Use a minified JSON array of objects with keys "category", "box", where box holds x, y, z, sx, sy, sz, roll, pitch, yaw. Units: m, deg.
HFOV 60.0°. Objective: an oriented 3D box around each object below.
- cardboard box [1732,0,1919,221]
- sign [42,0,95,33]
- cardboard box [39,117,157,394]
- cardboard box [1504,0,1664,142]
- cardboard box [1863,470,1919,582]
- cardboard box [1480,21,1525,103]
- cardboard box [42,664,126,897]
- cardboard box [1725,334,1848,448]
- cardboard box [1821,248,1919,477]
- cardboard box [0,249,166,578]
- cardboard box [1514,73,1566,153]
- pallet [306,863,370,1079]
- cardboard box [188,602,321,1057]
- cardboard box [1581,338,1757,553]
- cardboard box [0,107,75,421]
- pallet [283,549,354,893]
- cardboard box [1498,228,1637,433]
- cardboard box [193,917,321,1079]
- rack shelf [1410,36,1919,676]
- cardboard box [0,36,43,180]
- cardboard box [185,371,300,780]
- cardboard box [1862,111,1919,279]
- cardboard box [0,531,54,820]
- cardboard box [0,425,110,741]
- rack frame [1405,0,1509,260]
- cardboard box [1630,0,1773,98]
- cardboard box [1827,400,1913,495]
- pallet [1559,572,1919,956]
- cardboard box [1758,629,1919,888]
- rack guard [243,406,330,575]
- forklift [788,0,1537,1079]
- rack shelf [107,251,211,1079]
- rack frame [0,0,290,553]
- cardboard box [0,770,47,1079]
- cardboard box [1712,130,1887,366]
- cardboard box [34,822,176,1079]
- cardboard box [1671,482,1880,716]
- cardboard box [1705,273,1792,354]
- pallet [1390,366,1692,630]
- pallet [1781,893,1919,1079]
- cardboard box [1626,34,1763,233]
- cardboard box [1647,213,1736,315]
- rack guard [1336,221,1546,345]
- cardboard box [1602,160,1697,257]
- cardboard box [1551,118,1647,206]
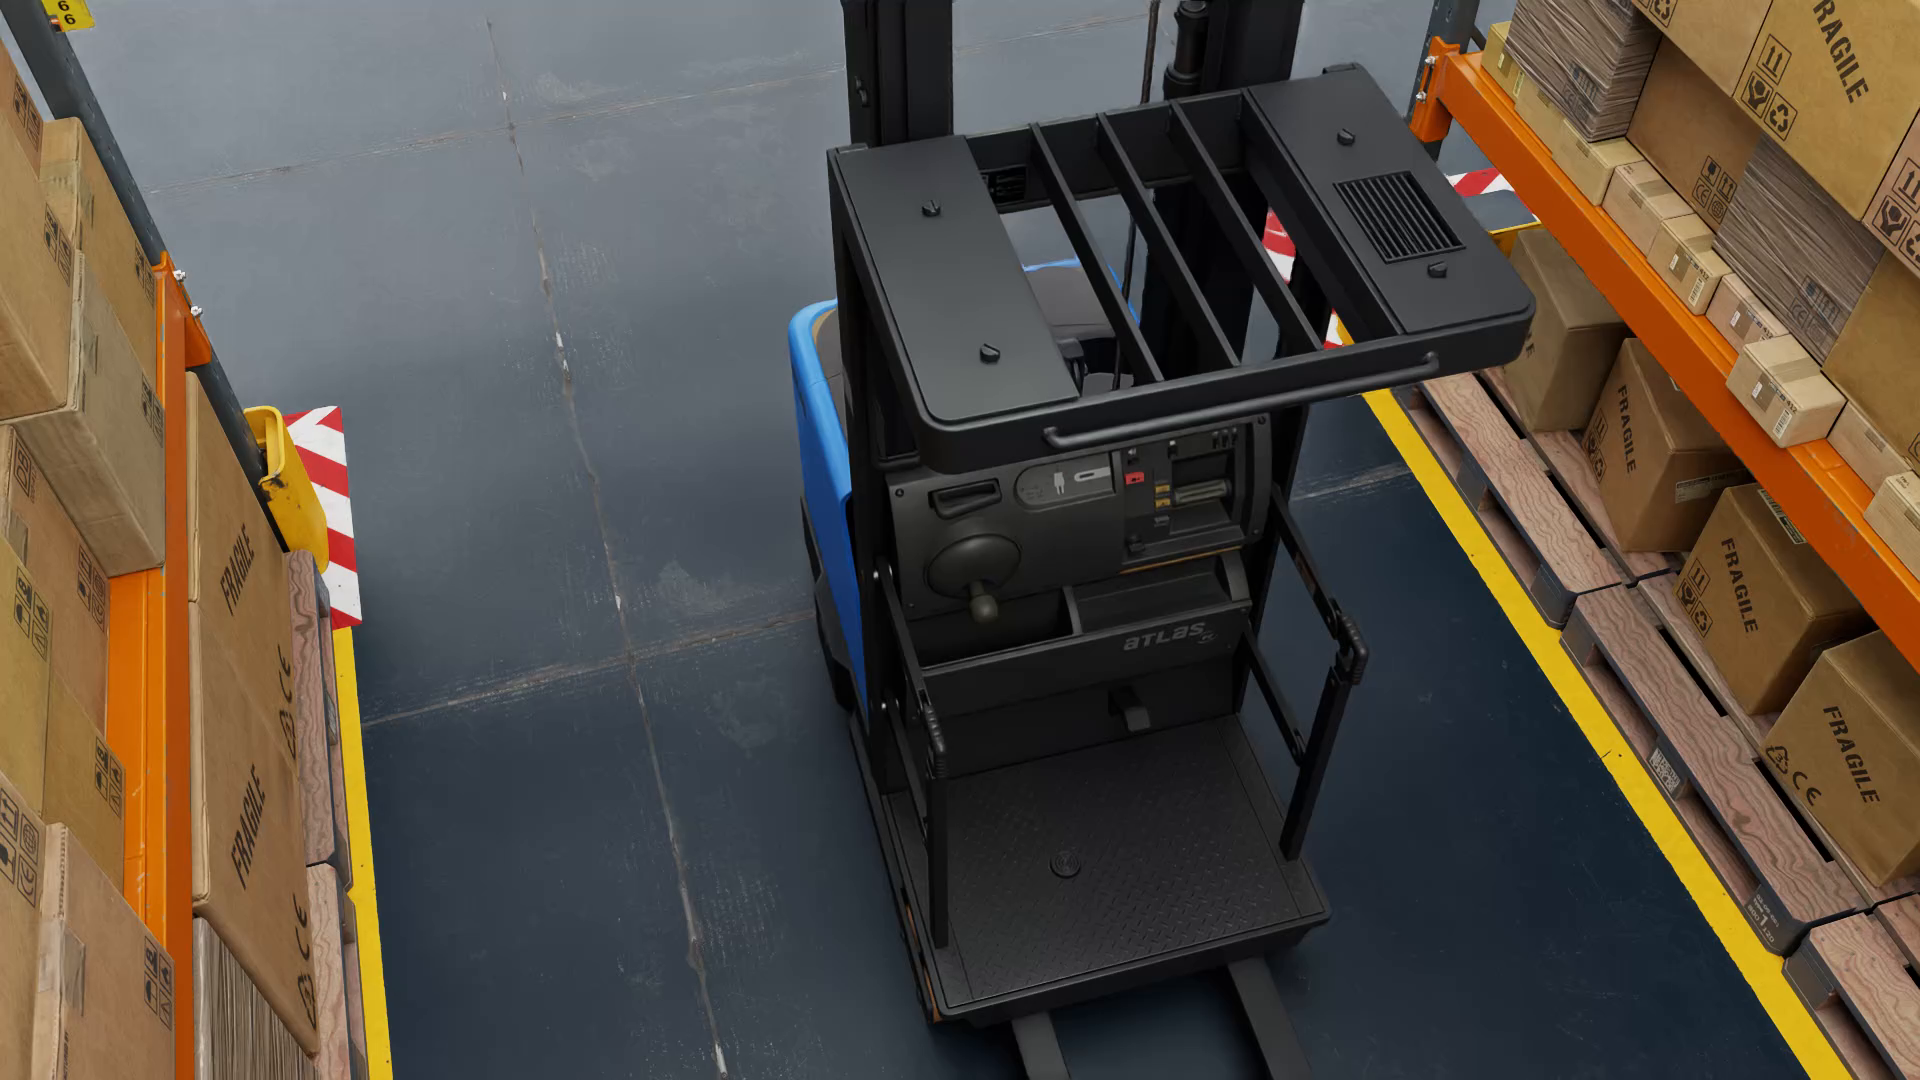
[{"category":"cardboard box","box":[2.220,-1.126,3.823,0.500,0.500,0.500,-13,51,-11]},{"category":"sign","box":[-2.219,-1.385,4.043,0.100,0.325,0.005,-13,51,-11]},{"category":"cardboard box","box":[-2.588,-0.610,4.205,0.875,0.550,0.550,-13,51,-11]},{"category":"cardboard box","box":[2.163,-1.591,4.869,0.875,0.500,0.500,-13,51,-11]},{"category":"cardboard box","box":[2.436,-0.057,4.001,0.380,0.149,0.250,-13,51,-11]},{"category":"cardboard box","box":[1.884,-1.527,5.240,0.380,0.149,0.250,-13,51,-11]},{"category":"cardboard box","box":[-2.163,0.602,3.183,0.875,0.550,0.500,-13,51,-11]},{"category":"cardboard box","box":[2.235,-0.410,4.298,0.380,0.149,0.250,-13,51,-11]},{"category":"cardboard box","box":[2.669,-0.510,3.958,0.875,0.500,0.500,-13,51,-11]},{"category":"cardboard box","box":[-2.404,-0.214,3.870,0.875,0.550,0.550,-13,51,-11]},{"category":"cardboard box","box":[1.939,-1.340,5.082,0.380,0.149,0.250,-13,51,-11]},{"category":"pallet","box":[-2.073,1.532,4.321,1.003,0.211,1.213,-13,51,-11]},{"category":"cardboard box","box":[-2.215,0.849,4.187,0.875,0.875,0.875,-14,51,-12]},{"category":"cardboard box","box":[2.405,-0.311,5.411,0.500,0.500,0.500,-2,50,-1]},{"category":"cardboard box","box":[-2.417,-0.559,3.455,0.875,0.550,0.550,-13,51,-11]},{"category":"pallet","box":[-2.430,0.642,5.071,1.003,0.211,1.213,-13,51,-11]},{"category":"cardboard box","box":[2.196,-0.740,5.772,0.500,0.500,0.500,-5,50,-4]},{"category":"cardboard box","box":[-1.947,1.515,3.626,0.875,0.875,0.875,-13,51,-11]},{"category":"rack shelf","box":[2.619,-0.178,4.409,1.077,0.370,4.000,-13,51,-11]},{"category":"cardboard box","box":[-2.668,-0.939,3.776,0.875,0.550,0.550,-13,51,-11]},{"category":"cardboard box","box":[-2.477,0.207,4.729,0.875,0.875,0.875,-13,51,-11]},{"category":"cardboard box","box":[2.373,-0.762,3.517,0.500,0.500,0.500,-13,51,-11]},{"category":"cardboard box","box":[-2.101,0.239,2.782,0.875,0.550,0.500,-13,51,-11]},{"category":"cardboard box","box":[-2.359,0.224,3.501,0.875,0.550,0.550,-13,51,-11]},{"category":"rack frame","box":[2.027,-1.870,5.365,1.000,3.000,0.127,-13,51,-11]},{"category":"cardboard box","box":[2.071,-1.491,4.131,0.500,0.500,0.500,-13,51,-11]},{"category":"cardboard box","box":[2.435,-0.257,4.169,0.380,0.149,0.250,-13,51,-11]},{"category":"pallet","box":[2.613,0.575,5.127,1.003,0.211,1.213,-13,51,-11]},{"category":"cardboard box","box":[2.695,0.568,4.670,0.500,0.500,0.500,-17,52,-14]},{"category":"rack guard","box":[-2.748,-0.035,5.452,1.175,0.500,0.348,-13,51,-11]},{"category":"forklift","box":[0.352,0.047,3.794,1.130,2.935,3.031,-12,51,-10]},{"category":"rack shelf","box":[-2.150,0.870,3.525,1.077,0.370,4.000,-13,51,-11]},{"category":"rack frame","box":[-2.741,-0.823,4.482,1.000,3.000,0.127,-13,51,-11]},{"category":"cardboard box","box":[-1.936,0.624,2.458,0.875,0.550,0.550,-13,51,-11]},{"category":"cardboard box","box":[2.533,-0.878,4.268,0.875,0.500,0.500,-13,51,-11]},{"category":"cardboard box","box":[-1.910,0.966,2.876,0.875,0.550,0.550,-13,51,-11]},{"category":"cardboard box","box":[2.572,0.150,5.022,0.500,0.500,0.500,-9,50,-8]},{"category":"cardboard box","box":[2.260,-0.616,4.472,0.380,0.149,0.250,-13,51,-11]},{"category":"pallet","box":[2.256,-0.315,5.877,1.003,0.211,1.213,-13,51,-11]},{"category":"pallet","box":[2.978,1.467,4.375,1.003,0.211,1.213,-13,51,-11]},{"category":"cardboard box","box":[2.426,-1.253,4.584,0.875,0.500,0.500,-13,51,-11]},{"category":"cardboard box","box":[2.160,-0.792,4.620,0.380,0.149,0.250,-13,51,-11]},{"category":"rack guard","box":[2.050,-1.009,6.274,1.175,0.500,0.348,-13,51,-11]},{"category":"cardboard box","box":[2.093,-0.977,4.776,0.380,0.149,0.250,-13,51,-11]},{"category":"cardboard box","box":[1.999,-1.154,4.926,0.380,0.149,0.250,-13,51,-11]}]
